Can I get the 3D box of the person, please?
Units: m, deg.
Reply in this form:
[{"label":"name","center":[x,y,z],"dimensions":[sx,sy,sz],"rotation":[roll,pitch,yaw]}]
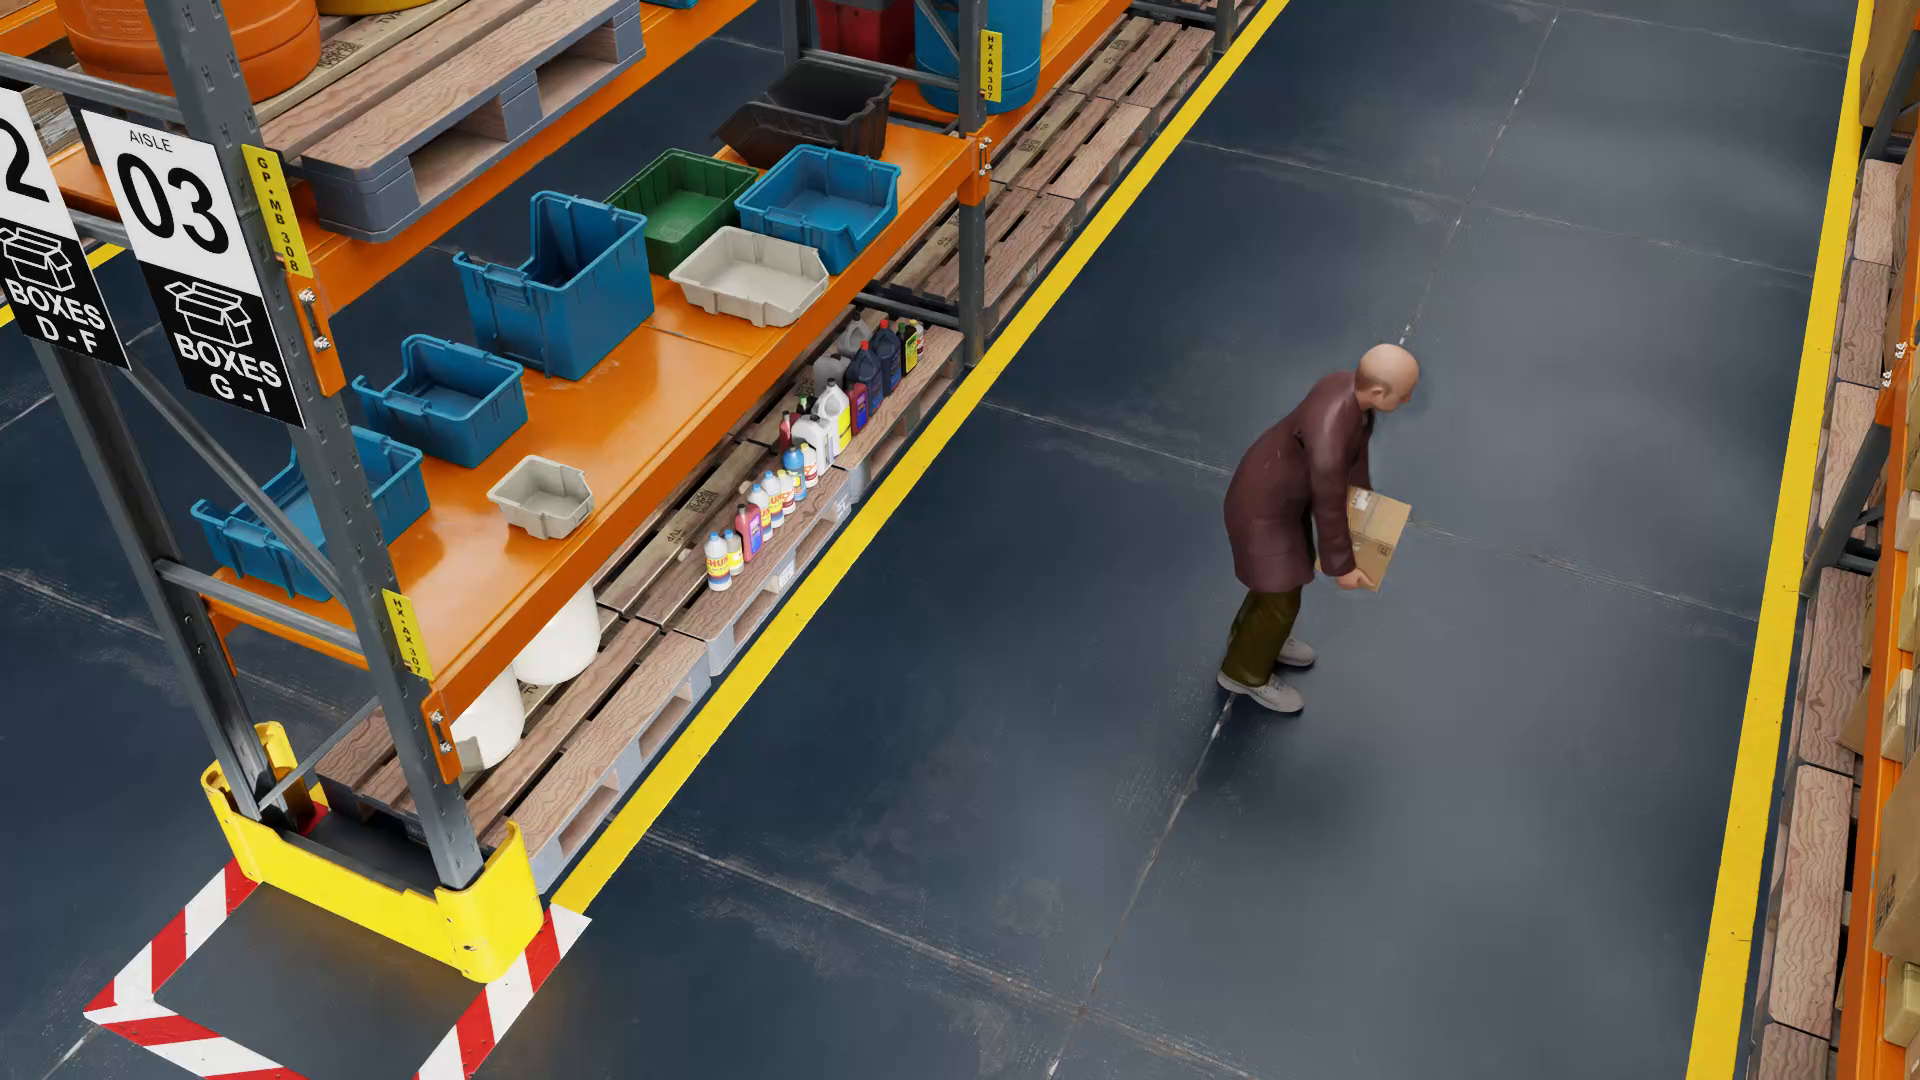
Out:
[{"label":"person","center":[1.314,-0.061,6.310],"dimensions":[0.625,1.691,0.540],"rotation":[17,44,18]}]
